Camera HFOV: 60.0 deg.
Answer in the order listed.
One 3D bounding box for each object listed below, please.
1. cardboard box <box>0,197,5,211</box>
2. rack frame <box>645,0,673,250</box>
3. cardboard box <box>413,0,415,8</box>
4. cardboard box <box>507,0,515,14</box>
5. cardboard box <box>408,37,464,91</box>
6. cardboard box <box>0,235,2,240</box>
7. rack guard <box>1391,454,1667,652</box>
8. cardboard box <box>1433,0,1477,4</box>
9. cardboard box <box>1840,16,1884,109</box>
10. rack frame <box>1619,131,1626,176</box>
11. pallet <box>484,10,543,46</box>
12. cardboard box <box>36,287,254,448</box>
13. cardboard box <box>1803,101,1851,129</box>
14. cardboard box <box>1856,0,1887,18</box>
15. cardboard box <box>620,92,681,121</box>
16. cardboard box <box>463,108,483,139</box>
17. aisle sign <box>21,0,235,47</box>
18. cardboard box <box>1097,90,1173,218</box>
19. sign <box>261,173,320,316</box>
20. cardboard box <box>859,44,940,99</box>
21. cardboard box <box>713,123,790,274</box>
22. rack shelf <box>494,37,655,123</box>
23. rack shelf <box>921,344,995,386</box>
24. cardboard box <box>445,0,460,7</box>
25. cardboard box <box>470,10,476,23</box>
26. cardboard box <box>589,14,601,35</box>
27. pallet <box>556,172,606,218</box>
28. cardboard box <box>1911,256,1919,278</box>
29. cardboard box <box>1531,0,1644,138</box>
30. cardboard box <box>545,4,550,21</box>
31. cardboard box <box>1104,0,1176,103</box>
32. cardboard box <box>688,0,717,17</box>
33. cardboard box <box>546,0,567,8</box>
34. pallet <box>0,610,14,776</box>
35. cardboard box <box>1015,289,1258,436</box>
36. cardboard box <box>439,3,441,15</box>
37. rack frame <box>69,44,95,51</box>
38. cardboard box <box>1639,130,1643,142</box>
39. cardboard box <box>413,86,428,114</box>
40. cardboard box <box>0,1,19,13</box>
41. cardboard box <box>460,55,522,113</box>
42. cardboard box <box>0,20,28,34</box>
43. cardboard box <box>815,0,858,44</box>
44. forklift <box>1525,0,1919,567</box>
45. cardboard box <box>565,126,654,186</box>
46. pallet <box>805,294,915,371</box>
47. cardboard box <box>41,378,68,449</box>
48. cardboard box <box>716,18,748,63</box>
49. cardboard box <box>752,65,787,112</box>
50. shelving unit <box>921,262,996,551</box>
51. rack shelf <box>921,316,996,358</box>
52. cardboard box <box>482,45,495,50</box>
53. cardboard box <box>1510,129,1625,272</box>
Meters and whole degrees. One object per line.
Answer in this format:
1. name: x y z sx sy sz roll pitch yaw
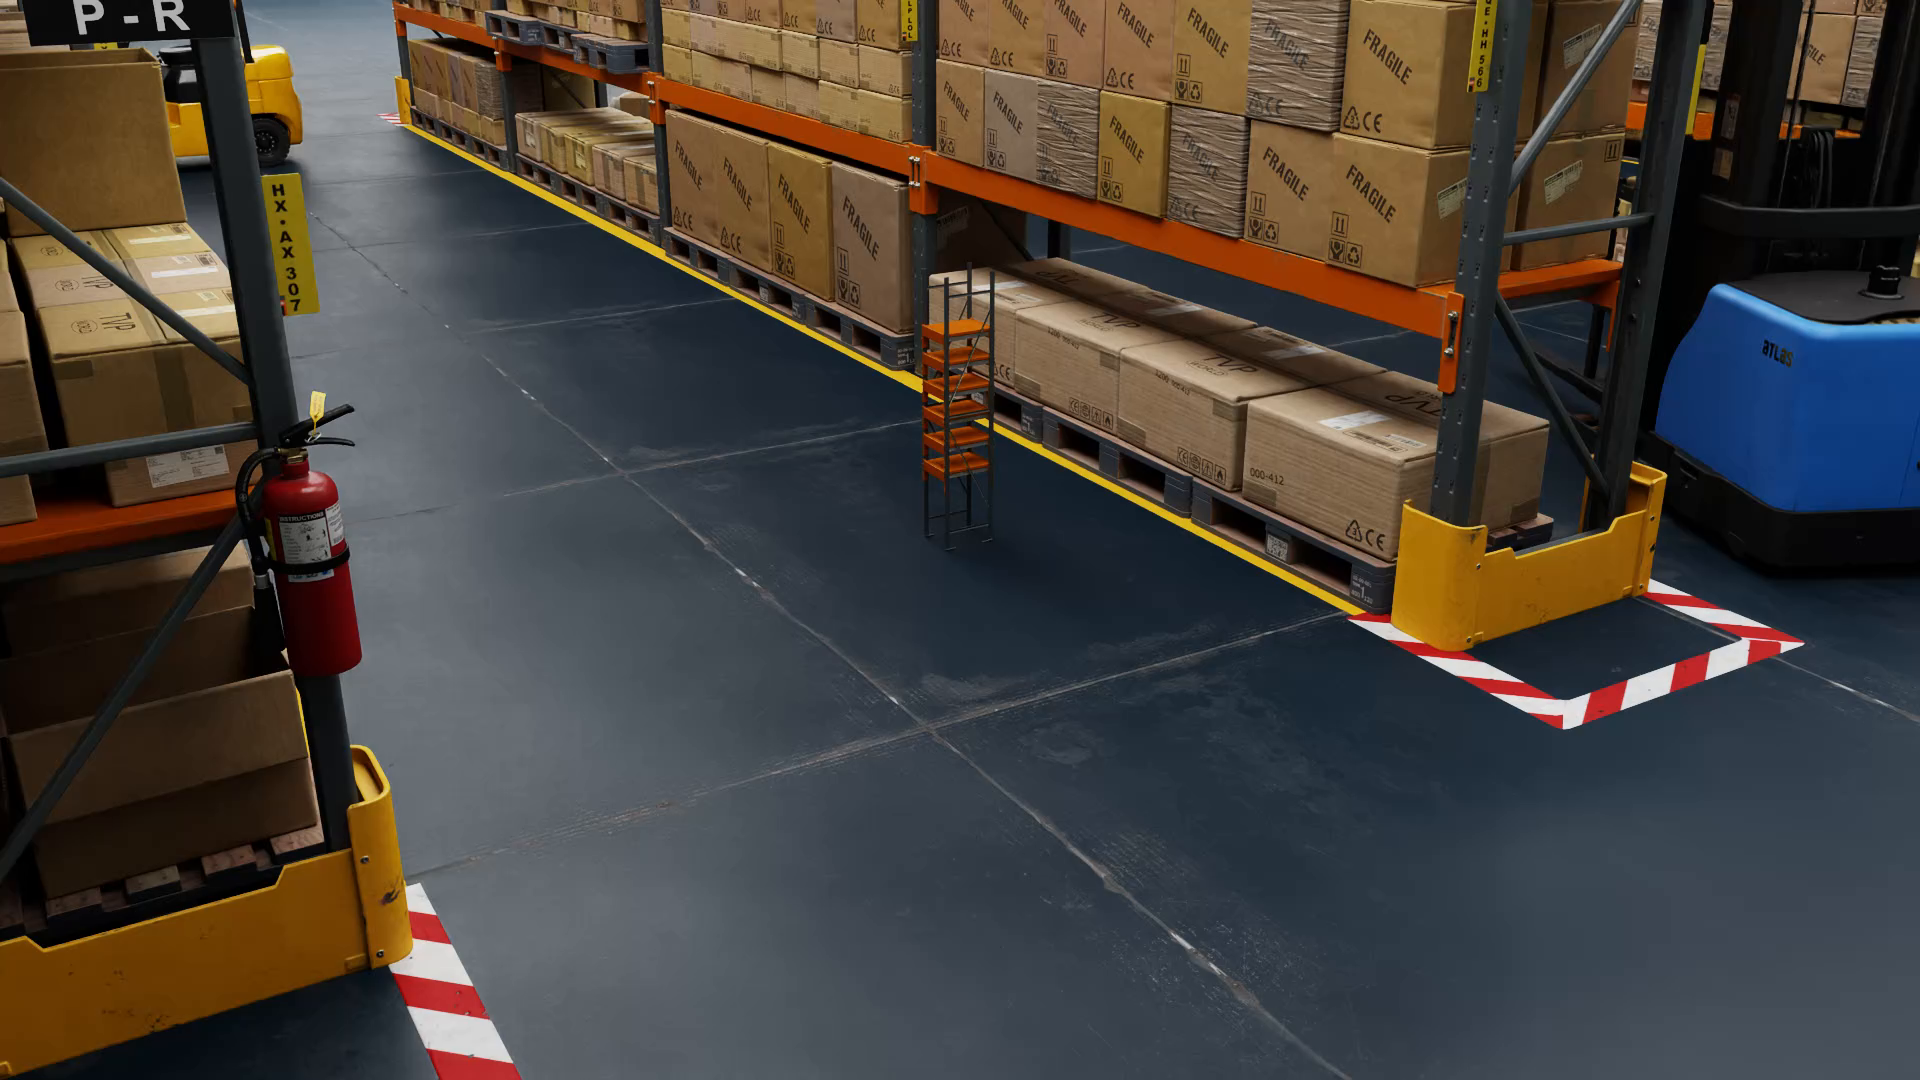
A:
1. cardboard box: -3.088 -1.099 5.836 0.500 0.250 0.500 -13 25 -29
2. rack frame: -1.847 -3.723 12.487 1.000 3.000 0.127 -13 25 -28
3. cardboard box: -5.731 -5.866 18.093 0.380 0.149 0.250 -14 26 -30
4. cardboard box: -3.880 -4.856 15.051 0.380 0.149 0.250 -12 25 -27
5. cardboard box: -5.747 -5.259 18.363 0.500 0.500 0.500 -14 26 -30
6. cardboard box: -3.267 -0.841 5.201 0.500 0.250 0.500 -13 25 -28
7. rack guard: 2.251 0.033 6.567 1.175 0.500 0.348 -13 25 -28
8. cardboard box: 1.884 -2.021 5.977 0.380 0.149 0.250 -12 25 -28
9. cardboard box: 5.466 -2.728 9.511 0.500 0.500 0.500 -13 25 -28
10. rack frame: 4.400 -3.413 11.724 1.000 3.000 0.127 -13 25 -28
11. pallet: -3.625 -4.653 15.031 1.003 0.211 1.213 -13 25 -28
12. cardboard box: -2.026 -0.444 4.224 0.500 0.250 0.500 -12 25 -28
13. cardboard box: 5.302 -2.569 9.983 0.380 0.149 0.250 -12 25 -27
14. cardboard box: 5.463 -3.196 9.335 0.500 0.500 0.500 -11 25 -26
15. cardboard box: -3.268 -4.469 17.640 0.500 0.500 0.500 4 22 9
16. cardboard box: -4.704 -4.248 16.874 0.500 0.250 0.500 -13 26 -30
17. aisle sign: -1.739 -1.416 3.359 0.394 0.787 0.004 -13 25 -28
18. cardboard box: 0.976 -1.779 7.572 0.500 0.500 0.500 -12 25 -27
19. sign: -1.560 -0.682 3.857 0.100 0.325 0.005 -13 25 -28
20. cardboard box: -0.238 -2.686 9.471 0.500 0.250 0.500 -13 25 -28
21. cardboard box: -1.114 -2.404 11.506 0.875 0.875 0.875 -12 25 -28
22. rack shelf: -2.869 -4.037 14.215 1.077 0.370 4.000 -13 25 -28
23. rack shelf: -0.007 -0.742 7.023 0.258 0.103 0.180 -13 25 -28
24. cardboard box: -4.869 -5.630 16.651 0.500 0.500 0.500 -12 25 -27
25. cardboard box: -4.632 -5.209 16.476 0.380 0.149 0.250 -13 25 -29
26. cardboard box: -2.705 -4.091 13.168 0.380 0.149 0.250 -14 26 -31
27. pallet: -2.864 -3.079 14.605 1.003 0.211 1.213 -13 25 -28
28. cardboard box: 5.634 -1.542 9.559 0.380 0.149 0.250 -13 26 -29
29. cardboard box: 2.239 -1.853 6.425 0.500 0.500 0.500 -13 26 -29
30. cardboard box: -3.329 -4.525 14.236 0.380 0.149 0.250 -12 25 -28
31. cardboard box: 0.991 -2.240 7.379 0.500 0.500 0.500 -13 25 -29
32. cardboard box: -1.544 -3.867 11.381 0.500 0.500 0.500 -12 25 -28
33. cardboard box: -3.129 -4.700 13.806 0.500 0.500 0.500 -14 26 -30
34. pallet: -3.092 0.438 5.954 1.003 0.211 1.213 -13 25 -28
35. cardboard box: 0.882 -0.922 8.441 0.875 0.438 0.875 -13 26 -30
36. cardboard box: -5.184 -5.532 17.273 0.380 0.149 0.250 -13 26 -30
37. rack frame: -4.069 -1.472 6.949 1.000 3.000 0.127 -13 25 -28
38. cardboard box: 7.455 -4.322 16.224 1.225 0.875 0.875 -13 25 -28
39. cardboard box: -5.760 -4.919 18.523 0.500 0.250 0.500 -13 25 -29
40. cardboard box: -6.022 -3.273 10.387 0.380 0.149 0.250 -12 25 -27
41. cardboard box: -4.685 -4.590 16.718 0.500 0.500 0.500 -12 25 -27
42. cardboard box: -4.790 -2.334 8.380 0.700 0.500 0.500 -13 25 -29
43. cardboard box: -0.519 -3.200 9.739 0.500 0.500 0.500 -12 25 -27
44. forklift: 3.685 -1.762 7.754 1.130 2.935 3.031 -2 22 -5
45. cardboard box: -2.894 -3.369 14.548 0.950 0.372 0.625 -12 25 -26
46. pallet: -0.263 -1.371 10.405 1.003 0.211 1.213 -13 25 -28
47. cardboard box: -2.292 -0.372 4.576 0.380 0.149 0.250 -13 25 -29
48. cardboard box: -1.294 -3.342 11.085 0.500 0.250 0.500 -13 25 -28
49. cardboard box: -1.018 -2.954 10.793 0.500 0.250 0.500 -13 25 -28
50. shelving unit: -0.007 -0.561 7.097 0.258 1.200 0.189 -13 25 -28
51. rack shelf: -0.007 -0.853 6.978 0.258 0.103 0.180 -13 25 -28
52. cardboard box: -4.779 -5.038 17.821 0.500 0.500 0.500 -13 26 -29
53. cardboard box: 2.241 -1.390 6.615 0.500 0.500 0.500 -13 25 -29
